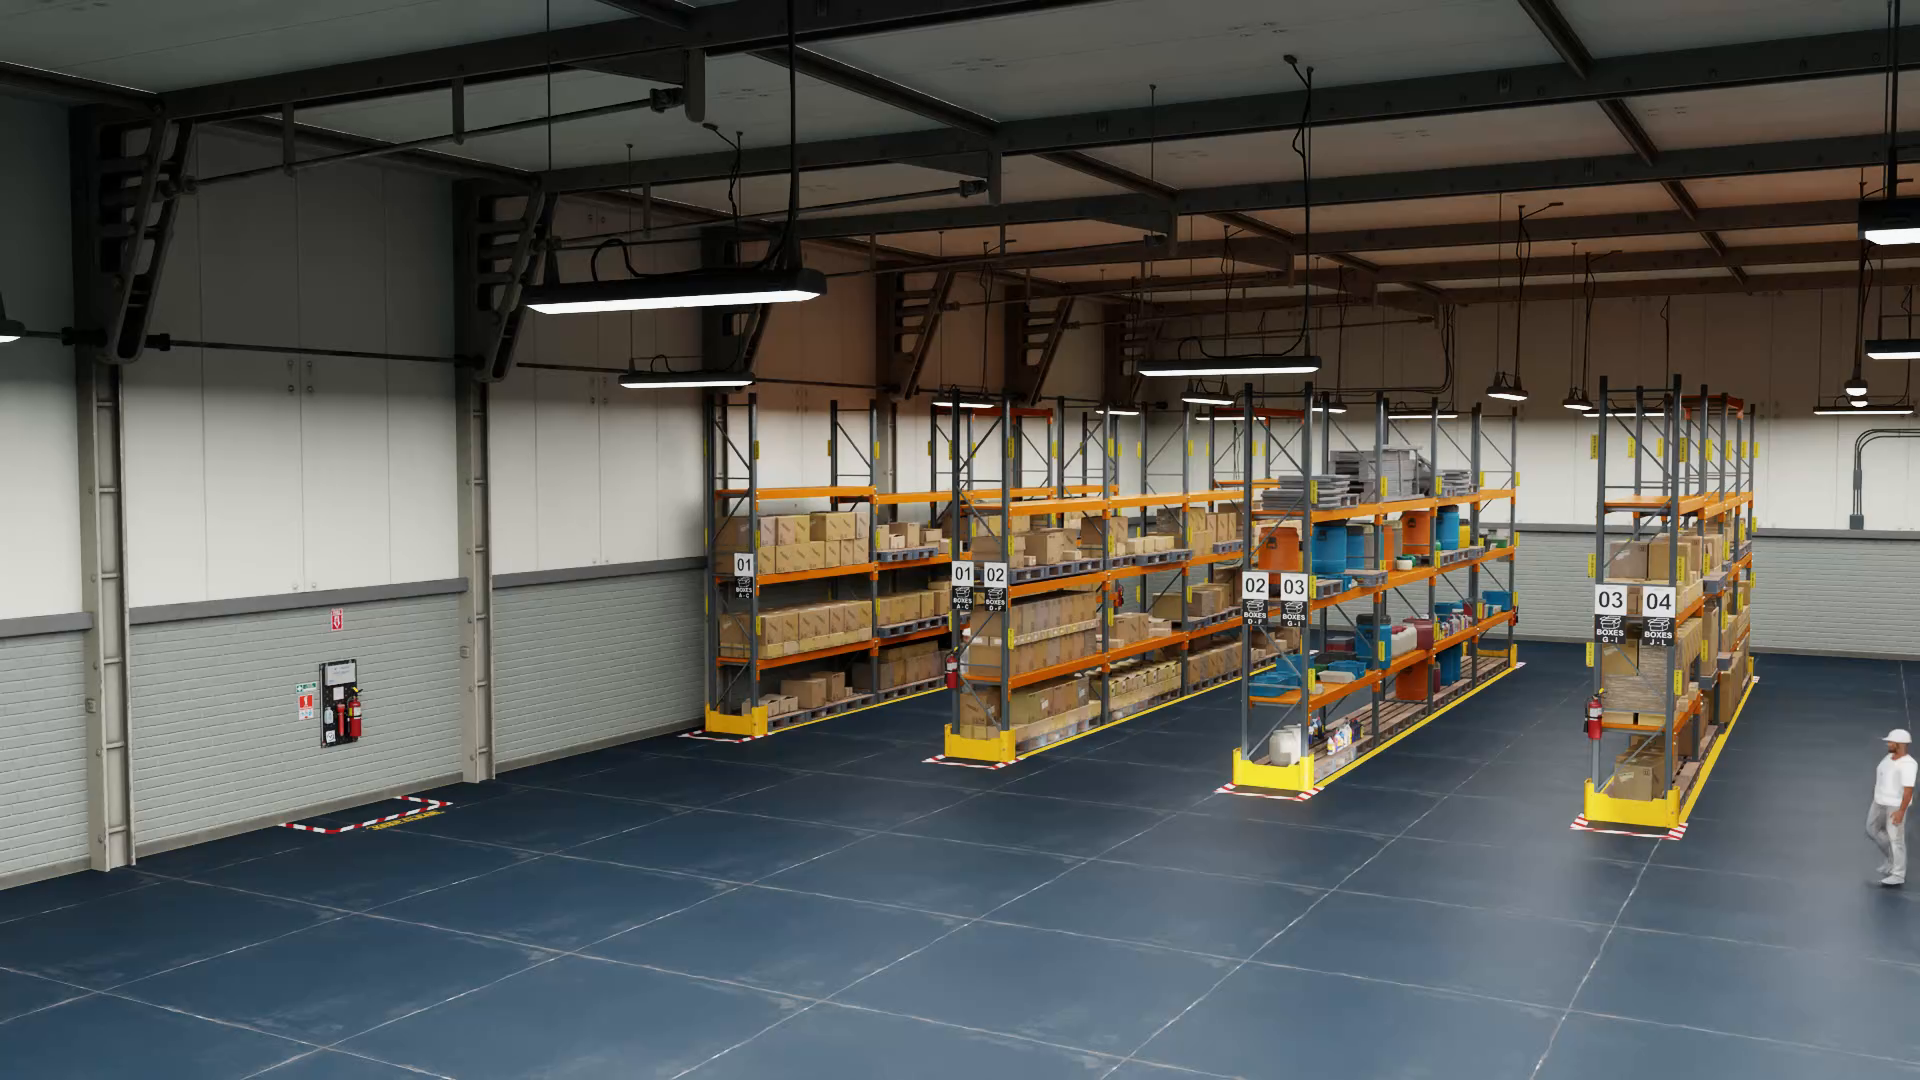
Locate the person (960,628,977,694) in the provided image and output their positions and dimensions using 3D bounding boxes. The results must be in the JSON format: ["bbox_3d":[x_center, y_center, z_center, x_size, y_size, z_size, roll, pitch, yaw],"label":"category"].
[{"bbox_3d":[0.177,2.482,30.070,0.390,1.788,0.590,2,4,29],"label":"person"}]

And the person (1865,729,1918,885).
[{"bbox_3d":[10.816,3.067,19.295,0.492,1.764,0.663,0,3,-5],"label":"person"}]
